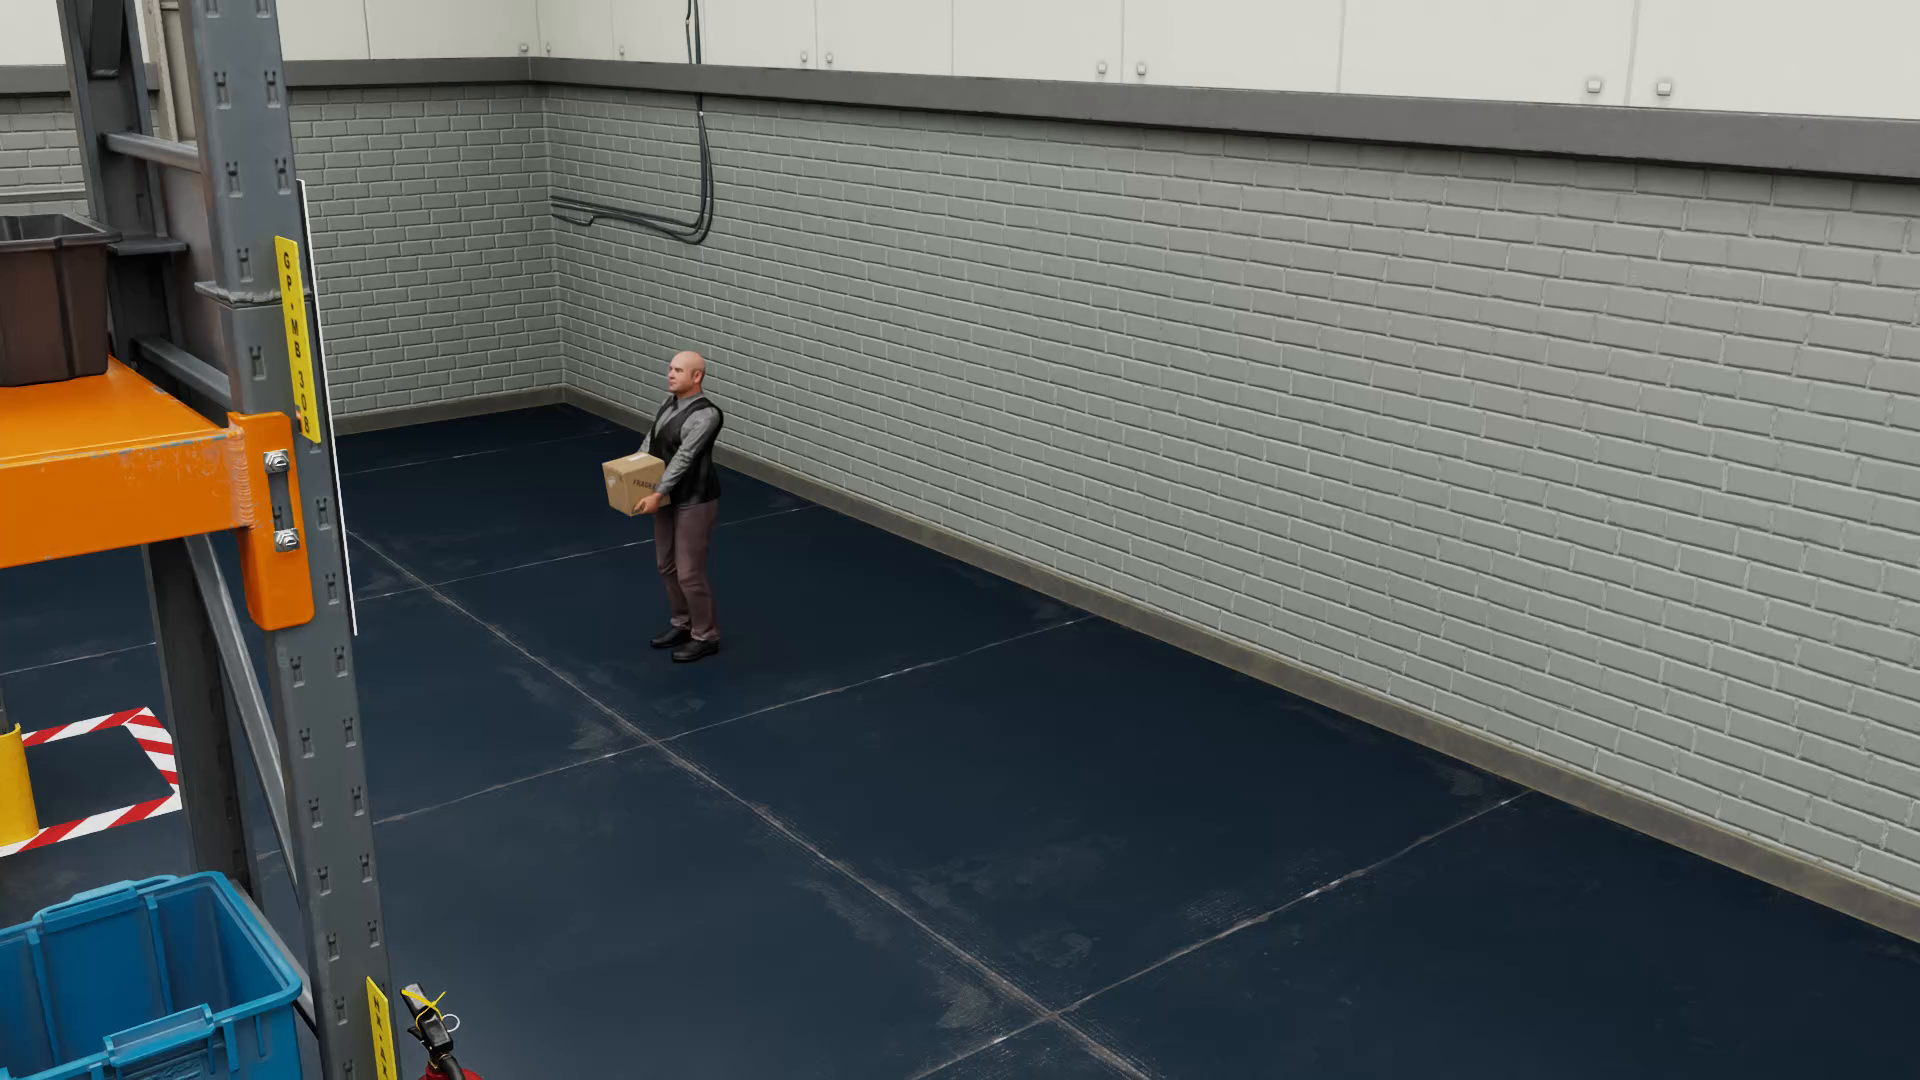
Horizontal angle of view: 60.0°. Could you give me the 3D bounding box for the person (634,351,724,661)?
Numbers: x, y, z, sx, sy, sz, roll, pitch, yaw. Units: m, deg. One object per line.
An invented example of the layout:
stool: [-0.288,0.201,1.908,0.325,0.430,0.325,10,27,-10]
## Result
person: [-1.595,-0.181,9.176,0.549,1.712,0.494,-13,22,-35]
